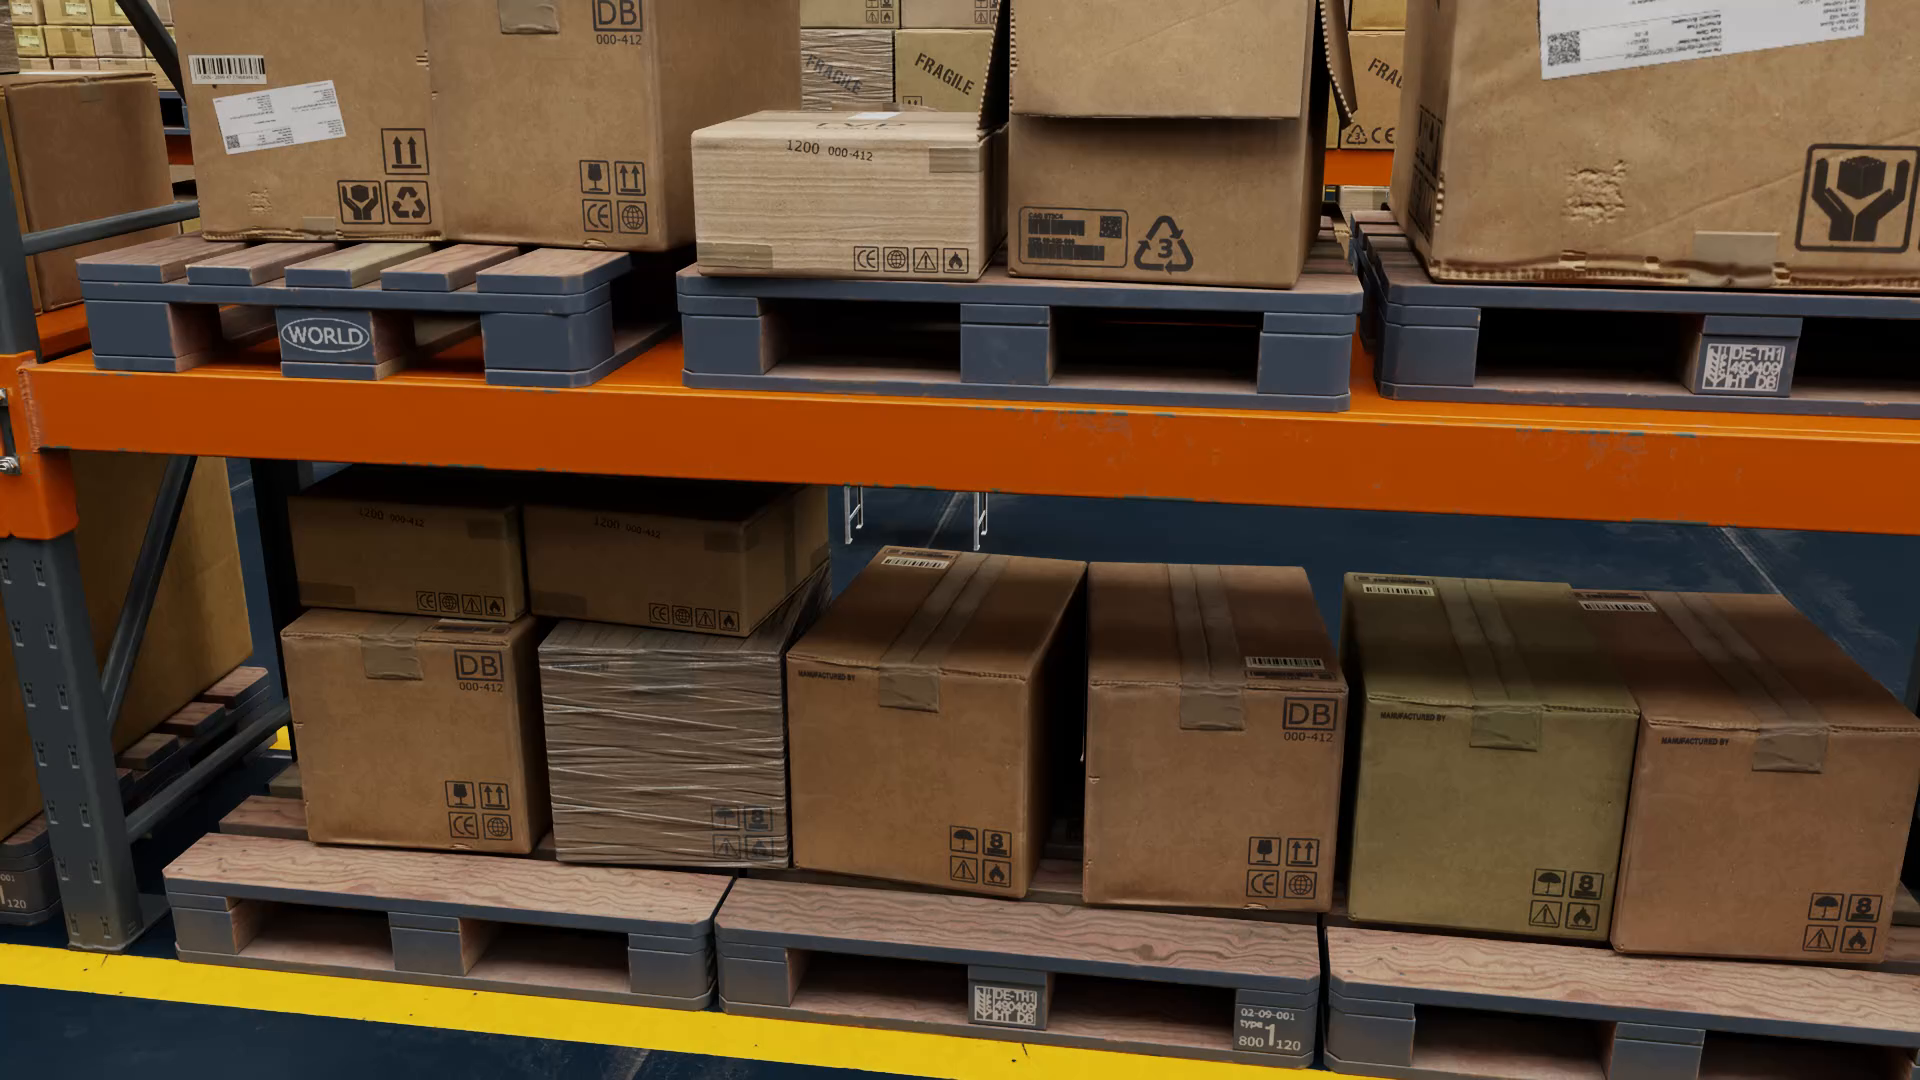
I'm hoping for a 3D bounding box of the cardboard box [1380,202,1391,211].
[{"bbox_3d":[2.406,-1.163,7.936,0.750,0.750,1.050,3,19,8],"label":"cardboard box"}]

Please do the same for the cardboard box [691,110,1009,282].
[{"bbox_3d":[-0.184,-0.652,3.099,0.500,0.250,0.500,2,19,7],"label":"cardboard box"}]

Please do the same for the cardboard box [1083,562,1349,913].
[{"bbox_3d":[0.524,0.402,3.620,0.500,0.500,0.700,1,19,4],"label":"cardboard box"}]

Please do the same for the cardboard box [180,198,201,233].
[{"bbox_3d":[-3.651,-1.654,8.614,0.500,0.250,0.500,3,19,10],"label":"cardboard box"}]

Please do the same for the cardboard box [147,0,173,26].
[{"bbox_3d":[-3.774,-2.589,8.111,0.250,0.149,0.380,3,19,8],"label":"cardboard box"}]

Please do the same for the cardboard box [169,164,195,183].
[{"bbox_3d":[-6.557,-3.126,14.296,0.875,0.438,0.875,3,19,10],"label":"cardboard box"}]

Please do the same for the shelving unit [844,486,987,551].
[{"bbox_3d":[-0.163,-0.577,6.138,0.503,1.200,0.258,3,19,9],"label":"shelving unit"}]

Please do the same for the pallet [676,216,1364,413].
[{"bbox_3d":[0.159,-0.502,3.380,1.213,0.211,1.003,3,19,9],"label":"pallet"}]

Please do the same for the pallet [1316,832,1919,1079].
[{"bbox_3d":[1.378,0.805,3.565,1.213,0.211,1.003,3,19,9],"label":"pallet"}]

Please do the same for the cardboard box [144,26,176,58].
[{"bbox_3d":[-3.781,-2.449,8.161,0.250,0.149,0.380,2,19,6],"label":"cardboard box"}]

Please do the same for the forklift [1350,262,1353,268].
[{"bbox_3d":[1.429,-2.878,10.284,3.031,2.935,1.130,-2,19,-5],"label":"forklift"}]

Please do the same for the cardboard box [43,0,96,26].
[{"bbox_3d":[-4.273,-2.617,8.192,0.250,0.149,0.380,3,19,10],"label":"cardboard box"}]

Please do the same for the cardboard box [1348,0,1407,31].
[{"bbox_3d":[2.034,-2.598,7.606,0.500,0.500,0.700,3,19,8],"label":"cardboard box"}]

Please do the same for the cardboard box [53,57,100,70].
[{"bbox_3d":[-4.274,-2.334,8.287,0.250,0.149,0.380,3,19,10],"label":"cardboard box"}]

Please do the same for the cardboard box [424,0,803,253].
[{"bbox_3d":[-0.696,-0.915,3.492,0.500,0.500,0.700,6,19,17],"label":"cardboard box"}]

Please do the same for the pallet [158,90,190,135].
[{"bbox_3d":[-4.134,-2.255,8.619,1.213,0.211,1.003,3,19,9],"label":"pallet"}]

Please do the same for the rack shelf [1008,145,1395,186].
[{"bbox_3d":[1.059,-1.787,8.051,4.000,0.370,1.077,3,19,9],"label":"rack shelf"}]

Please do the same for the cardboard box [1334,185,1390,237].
[{"bbox_3d":[3.201,-2.562,12.713,0.625,0.372,0.950,3,19,9],"label":"cardboard box"}]

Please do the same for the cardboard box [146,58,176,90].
[{"bbox_3d":[-3.781,-2.308,8.207,0.250,0.149,0.380,3,19,9],"label":"cardboard box"}]

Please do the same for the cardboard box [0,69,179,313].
[{"bbox_3d":[-2.239,-0.837,3.921,0.500,0.500,0.500,3,19,10],"label":"cardboard box"}]

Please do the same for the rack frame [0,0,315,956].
[{"bbox_3d":[-1.802,-0.680,3.609,0.127,3.000,1.000,3,19,9],"label":"rack frame"}]

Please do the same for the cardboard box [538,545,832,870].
[{"bbox_3d":[-0.588,0.348,3.782,0.500,0.500,0.700,1,19,4],"label":"cardboard box"}]

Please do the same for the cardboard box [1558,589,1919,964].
[{"bbox_3d":[1.544,0.460,3.447,0.500,0.500,0.700,1,19,4],"label":"cardboard box"}]

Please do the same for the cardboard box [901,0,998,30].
[{"bbox_3d":[0.026,-2.700,7.912,0.500,0.500,0.700,3,19,8],"label":"cardboard box"}]

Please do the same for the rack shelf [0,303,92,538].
[{"bbox_3d":[-3.777,-0.440,4.024,4.000,0.370,1.077,3,19,9],"label":"rack shelf"}]

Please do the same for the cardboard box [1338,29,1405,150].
[{"bbox_3d":[1.977,-2.043,7.524,0.500,0.500,0.500,3,19,8],"label":"cardboard box"}]

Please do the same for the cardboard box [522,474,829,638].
[{"bbox_3d":[-0.611,-0.011,3.674,0.500,0.250,0.500,5,19,15],"label":"cardboard box"}]

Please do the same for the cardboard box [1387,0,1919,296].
[{"bbox_3d":[1.385,-1.046,3.096,1.000,1.000,1.000,3,19,9],"label":"cardboard box"}]

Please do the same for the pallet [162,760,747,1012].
[{"bbox_3d":[-1.031,0.682,3.932,1.213,0.211,1.003,3,19,9],"label":"pallet"}]

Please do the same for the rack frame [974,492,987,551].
[{"bbox_3d":[0.077,-0.565,6.101,0.015,1.200,0.240,3,19,9],"label":"rack frame"}]

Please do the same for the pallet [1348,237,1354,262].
[{"bbox_3d":[2.950,-2.300,12.844,1.213,0.211,1.003,3,19,9],"label":"pallet"}]

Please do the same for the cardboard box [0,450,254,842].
[{"bbox_3d":[-2.480,0.087,4.003,0.875,0.875,1.225,2,19,6],"label":"cardboard box"}]

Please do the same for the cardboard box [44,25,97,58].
[{"bbox_3d":[-4.293,-2.475,8.238,0.250,0.149,0.380,3,19,8],"label":"cardboard box"}]

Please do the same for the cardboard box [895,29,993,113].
[{"bbox_3d":[-0.013,-2.145,7.828,0.500,0.500,0.500,3,19,8],"label":"cardboard box"}]
